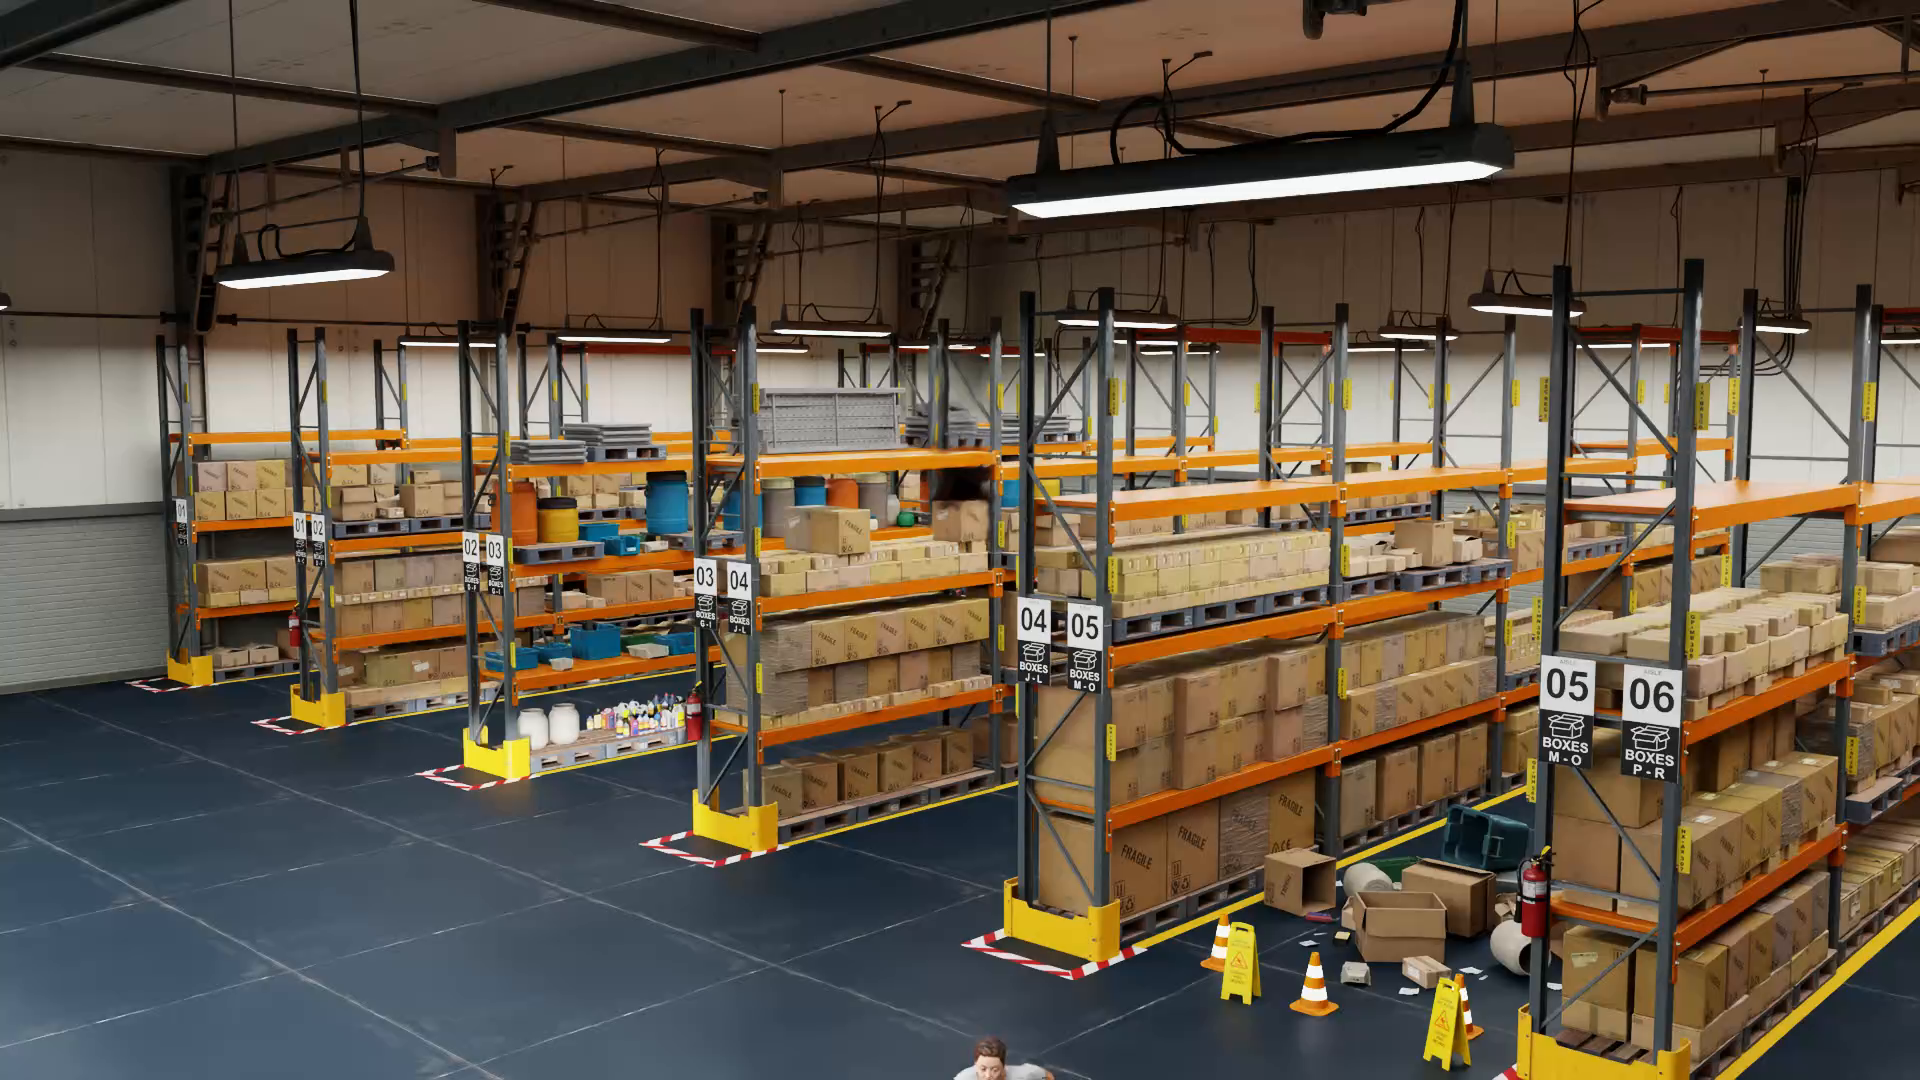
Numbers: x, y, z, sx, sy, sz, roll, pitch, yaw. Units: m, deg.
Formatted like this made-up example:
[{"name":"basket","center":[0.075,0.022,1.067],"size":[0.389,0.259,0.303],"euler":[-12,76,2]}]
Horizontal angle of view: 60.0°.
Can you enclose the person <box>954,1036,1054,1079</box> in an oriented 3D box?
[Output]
[{"name":"person","center":[0.242,3.507,9.541],"size":[0.606,1.622,0.961],"euler":[1,5,8]}]

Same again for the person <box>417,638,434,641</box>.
[{"name":"person","center":[-9.310,1.679,28.656],"size":[0.531,1.608,0.599],"euler":[-5,7,-41]}]
